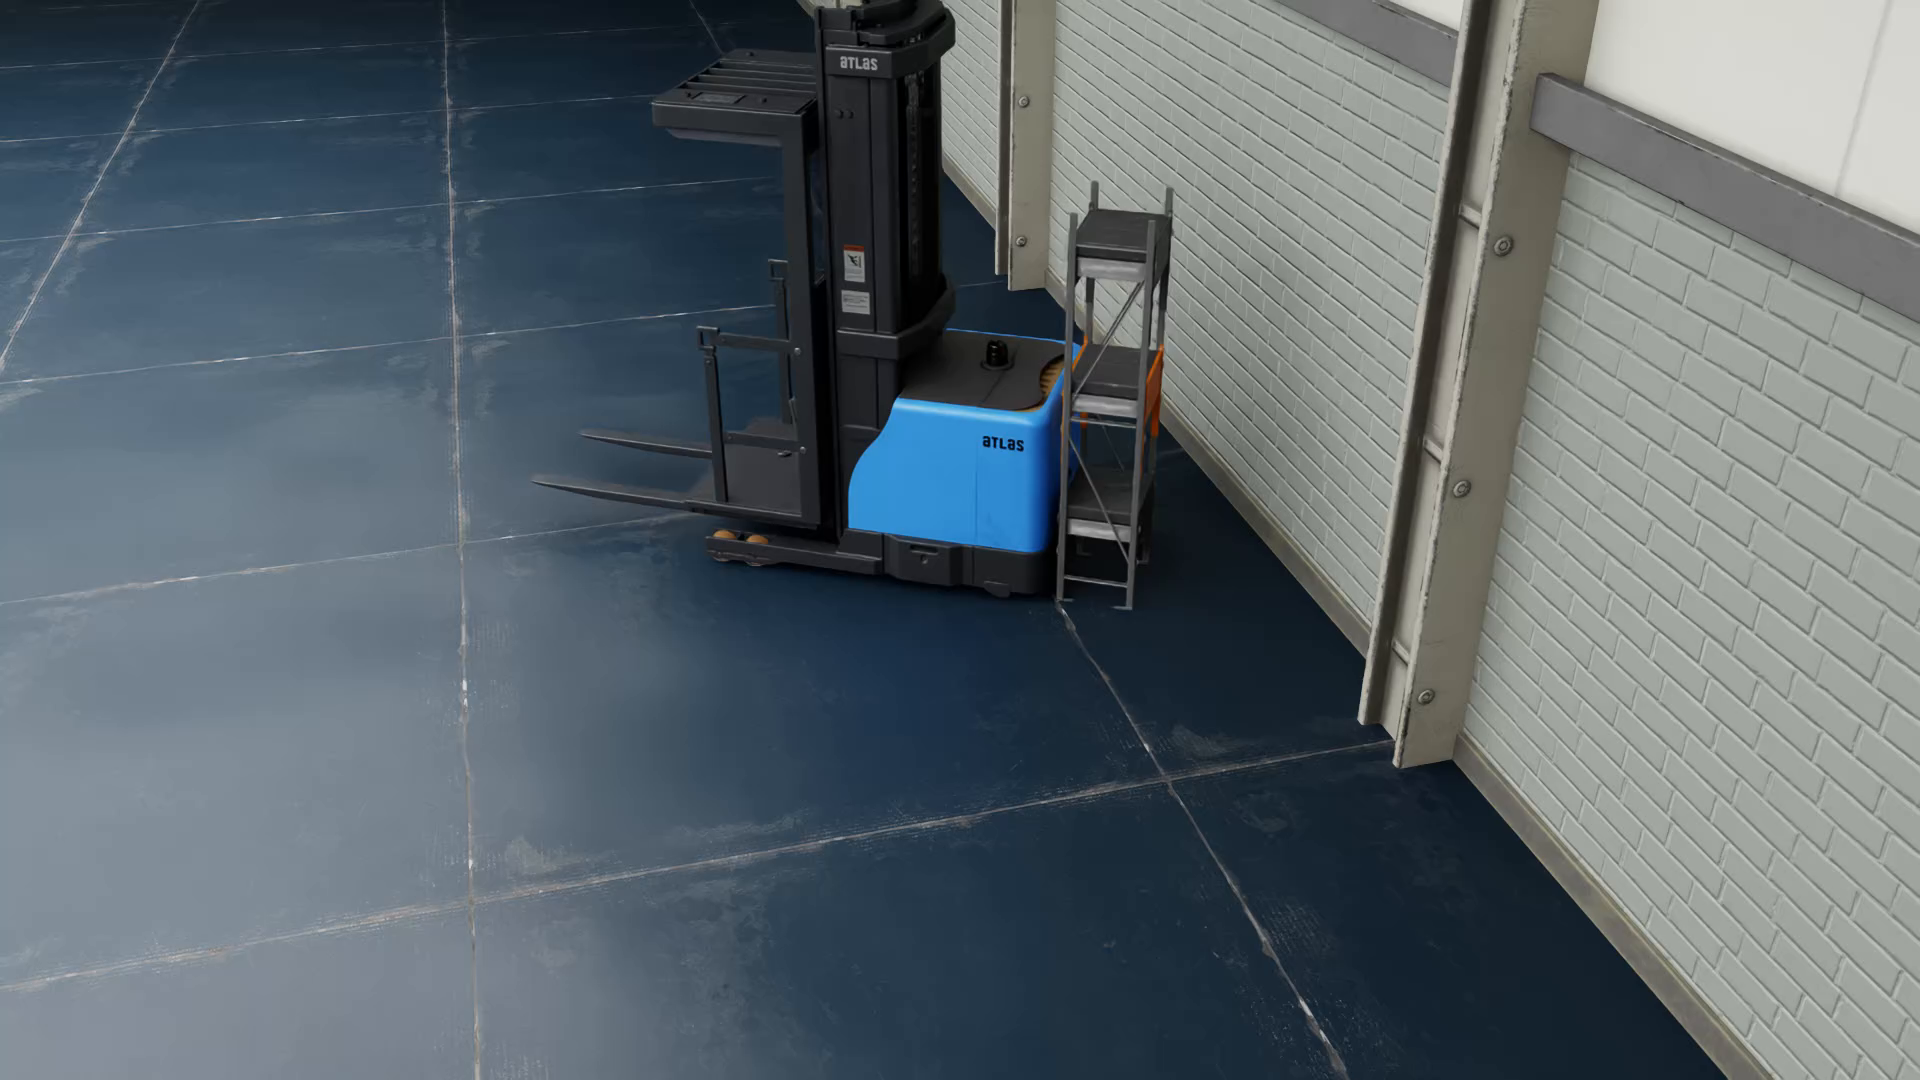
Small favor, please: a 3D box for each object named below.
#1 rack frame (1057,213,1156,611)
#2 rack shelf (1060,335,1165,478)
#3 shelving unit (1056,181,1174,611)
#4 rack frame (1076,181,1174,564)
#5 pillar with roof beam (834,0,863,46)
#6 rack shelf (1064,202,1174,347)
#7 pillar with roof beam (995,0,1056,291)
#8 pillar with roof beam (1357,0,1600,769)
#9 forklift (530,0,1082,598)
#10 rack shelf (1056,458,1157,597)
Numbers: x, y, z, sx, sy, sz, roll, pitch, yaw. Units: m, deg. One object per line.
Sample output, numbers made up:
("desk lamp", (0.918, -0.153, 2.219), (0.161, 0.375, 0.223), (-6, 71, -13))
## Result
("rack frame", (0.700, -0.570, 8.139), (0.400, 2.100, 0.015), (8, 31, 13))
("rack shelf", (0.766, -0.676, 8.349), (0.431, 0.518, 0.480), (8, 31, 13))
("shelving unit", (0.766, -0.688, 8.343), (0.431, 2.100, 0.503), (8, 31, 13))
("rack frame", (0.831, -0.806, 8.546), (0.400, 2.100, 0.015), (8, 31, 13))
("pillar with roof beam", (-5.272, -8.206, 14.444), (9.100, 9.000, 0.400), (-8, 31, -13))
("rack shelf", (0.766, -1.282, 7.999), (0.431, 0.518, 0.480), (8, 31, 13))
("pillar with roof beam", (-3.680, -5.308, 9.437), (9.100, 9.000, 0.400), (-8, 31, -13))
("pillar with roof beam", (-2.087, -2.410, 4.430), (9.100, 9.000, 0.400), (-8, 31, -13))
("forklift", (-0.883, -1.370, 8.690), (3.031, 2.935, 1.130), (8, 31, 13))
("rack shelf", (0.766, -0.070, 8.700), (0.431, 0.518, 0.480), (8, 31, 13))
